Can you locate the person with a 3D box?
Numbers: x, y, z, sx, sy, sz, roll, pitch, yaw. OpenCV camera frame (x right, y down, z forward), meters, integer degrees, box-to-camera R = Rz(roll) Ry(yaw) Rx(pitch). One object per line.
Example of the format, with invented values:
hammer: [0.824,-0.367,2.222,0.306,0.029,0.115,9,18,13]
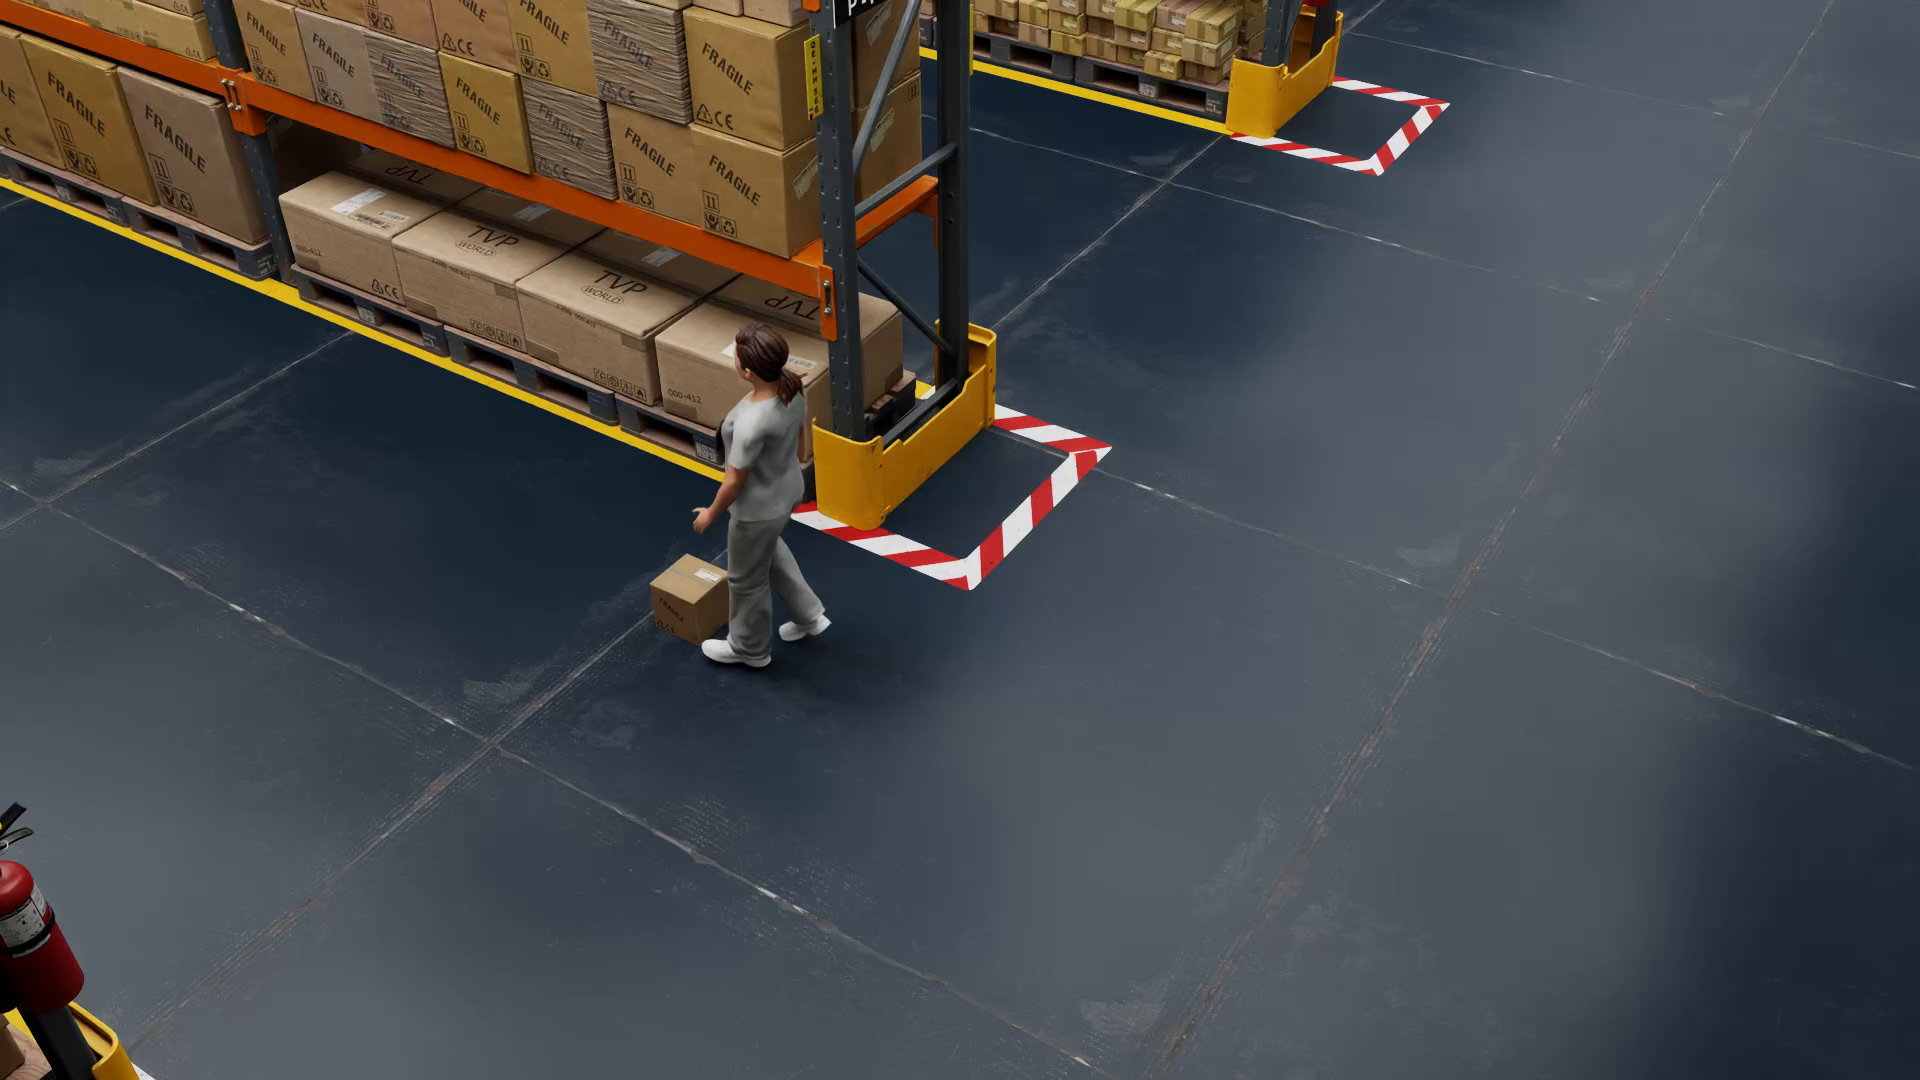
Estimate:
person: [-0.828,-0.149,6.668,0.538,1.685,0.464,14,41,17]
